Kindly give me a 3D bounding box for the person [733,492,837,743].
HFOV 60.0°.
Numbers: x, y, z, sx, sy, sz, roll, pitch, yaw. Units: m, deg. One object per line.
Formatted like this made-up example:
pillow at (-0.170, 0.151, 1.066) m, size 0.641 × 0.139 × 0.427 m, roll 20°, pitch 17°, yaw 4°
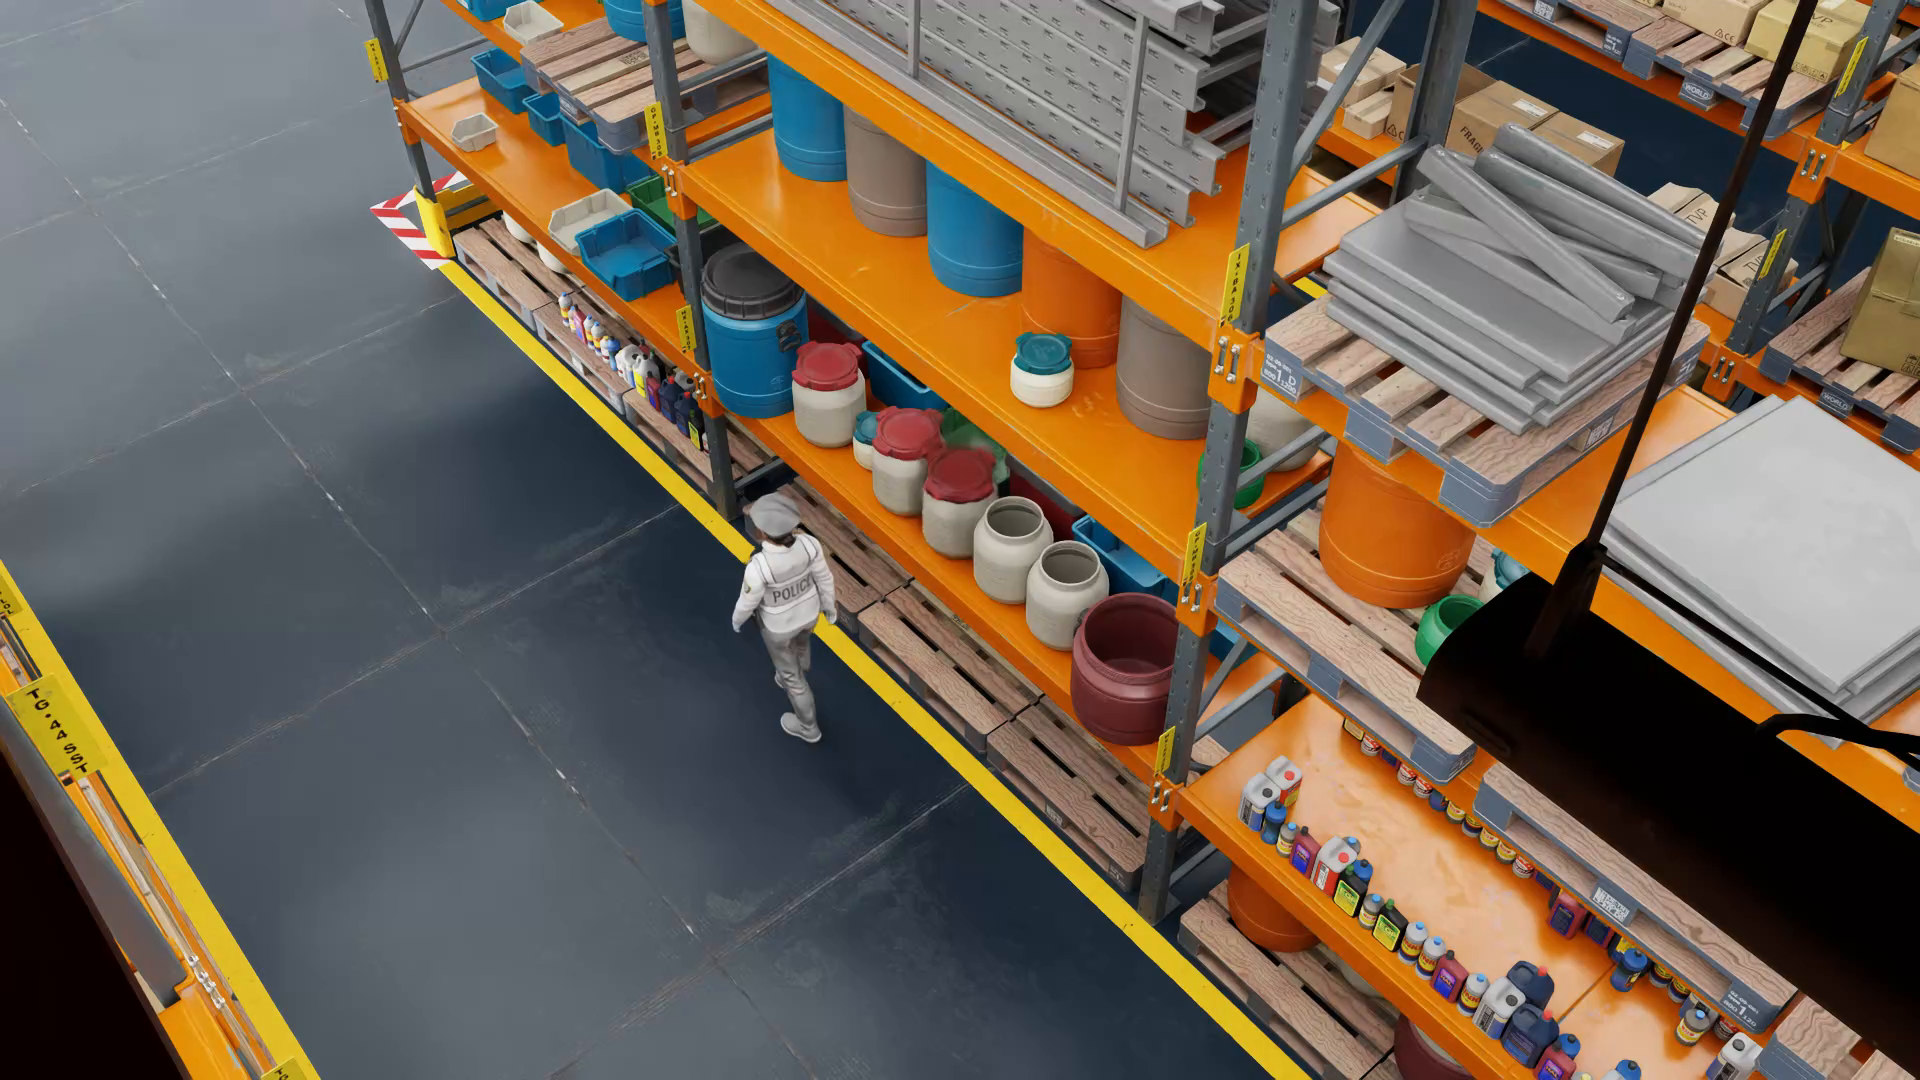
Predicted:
person at (-0.958, 0.414, 9.050) m, size 0.538 × 1.716 × 0.611 m, roll -30°, pitch 53°, yaw -25°
